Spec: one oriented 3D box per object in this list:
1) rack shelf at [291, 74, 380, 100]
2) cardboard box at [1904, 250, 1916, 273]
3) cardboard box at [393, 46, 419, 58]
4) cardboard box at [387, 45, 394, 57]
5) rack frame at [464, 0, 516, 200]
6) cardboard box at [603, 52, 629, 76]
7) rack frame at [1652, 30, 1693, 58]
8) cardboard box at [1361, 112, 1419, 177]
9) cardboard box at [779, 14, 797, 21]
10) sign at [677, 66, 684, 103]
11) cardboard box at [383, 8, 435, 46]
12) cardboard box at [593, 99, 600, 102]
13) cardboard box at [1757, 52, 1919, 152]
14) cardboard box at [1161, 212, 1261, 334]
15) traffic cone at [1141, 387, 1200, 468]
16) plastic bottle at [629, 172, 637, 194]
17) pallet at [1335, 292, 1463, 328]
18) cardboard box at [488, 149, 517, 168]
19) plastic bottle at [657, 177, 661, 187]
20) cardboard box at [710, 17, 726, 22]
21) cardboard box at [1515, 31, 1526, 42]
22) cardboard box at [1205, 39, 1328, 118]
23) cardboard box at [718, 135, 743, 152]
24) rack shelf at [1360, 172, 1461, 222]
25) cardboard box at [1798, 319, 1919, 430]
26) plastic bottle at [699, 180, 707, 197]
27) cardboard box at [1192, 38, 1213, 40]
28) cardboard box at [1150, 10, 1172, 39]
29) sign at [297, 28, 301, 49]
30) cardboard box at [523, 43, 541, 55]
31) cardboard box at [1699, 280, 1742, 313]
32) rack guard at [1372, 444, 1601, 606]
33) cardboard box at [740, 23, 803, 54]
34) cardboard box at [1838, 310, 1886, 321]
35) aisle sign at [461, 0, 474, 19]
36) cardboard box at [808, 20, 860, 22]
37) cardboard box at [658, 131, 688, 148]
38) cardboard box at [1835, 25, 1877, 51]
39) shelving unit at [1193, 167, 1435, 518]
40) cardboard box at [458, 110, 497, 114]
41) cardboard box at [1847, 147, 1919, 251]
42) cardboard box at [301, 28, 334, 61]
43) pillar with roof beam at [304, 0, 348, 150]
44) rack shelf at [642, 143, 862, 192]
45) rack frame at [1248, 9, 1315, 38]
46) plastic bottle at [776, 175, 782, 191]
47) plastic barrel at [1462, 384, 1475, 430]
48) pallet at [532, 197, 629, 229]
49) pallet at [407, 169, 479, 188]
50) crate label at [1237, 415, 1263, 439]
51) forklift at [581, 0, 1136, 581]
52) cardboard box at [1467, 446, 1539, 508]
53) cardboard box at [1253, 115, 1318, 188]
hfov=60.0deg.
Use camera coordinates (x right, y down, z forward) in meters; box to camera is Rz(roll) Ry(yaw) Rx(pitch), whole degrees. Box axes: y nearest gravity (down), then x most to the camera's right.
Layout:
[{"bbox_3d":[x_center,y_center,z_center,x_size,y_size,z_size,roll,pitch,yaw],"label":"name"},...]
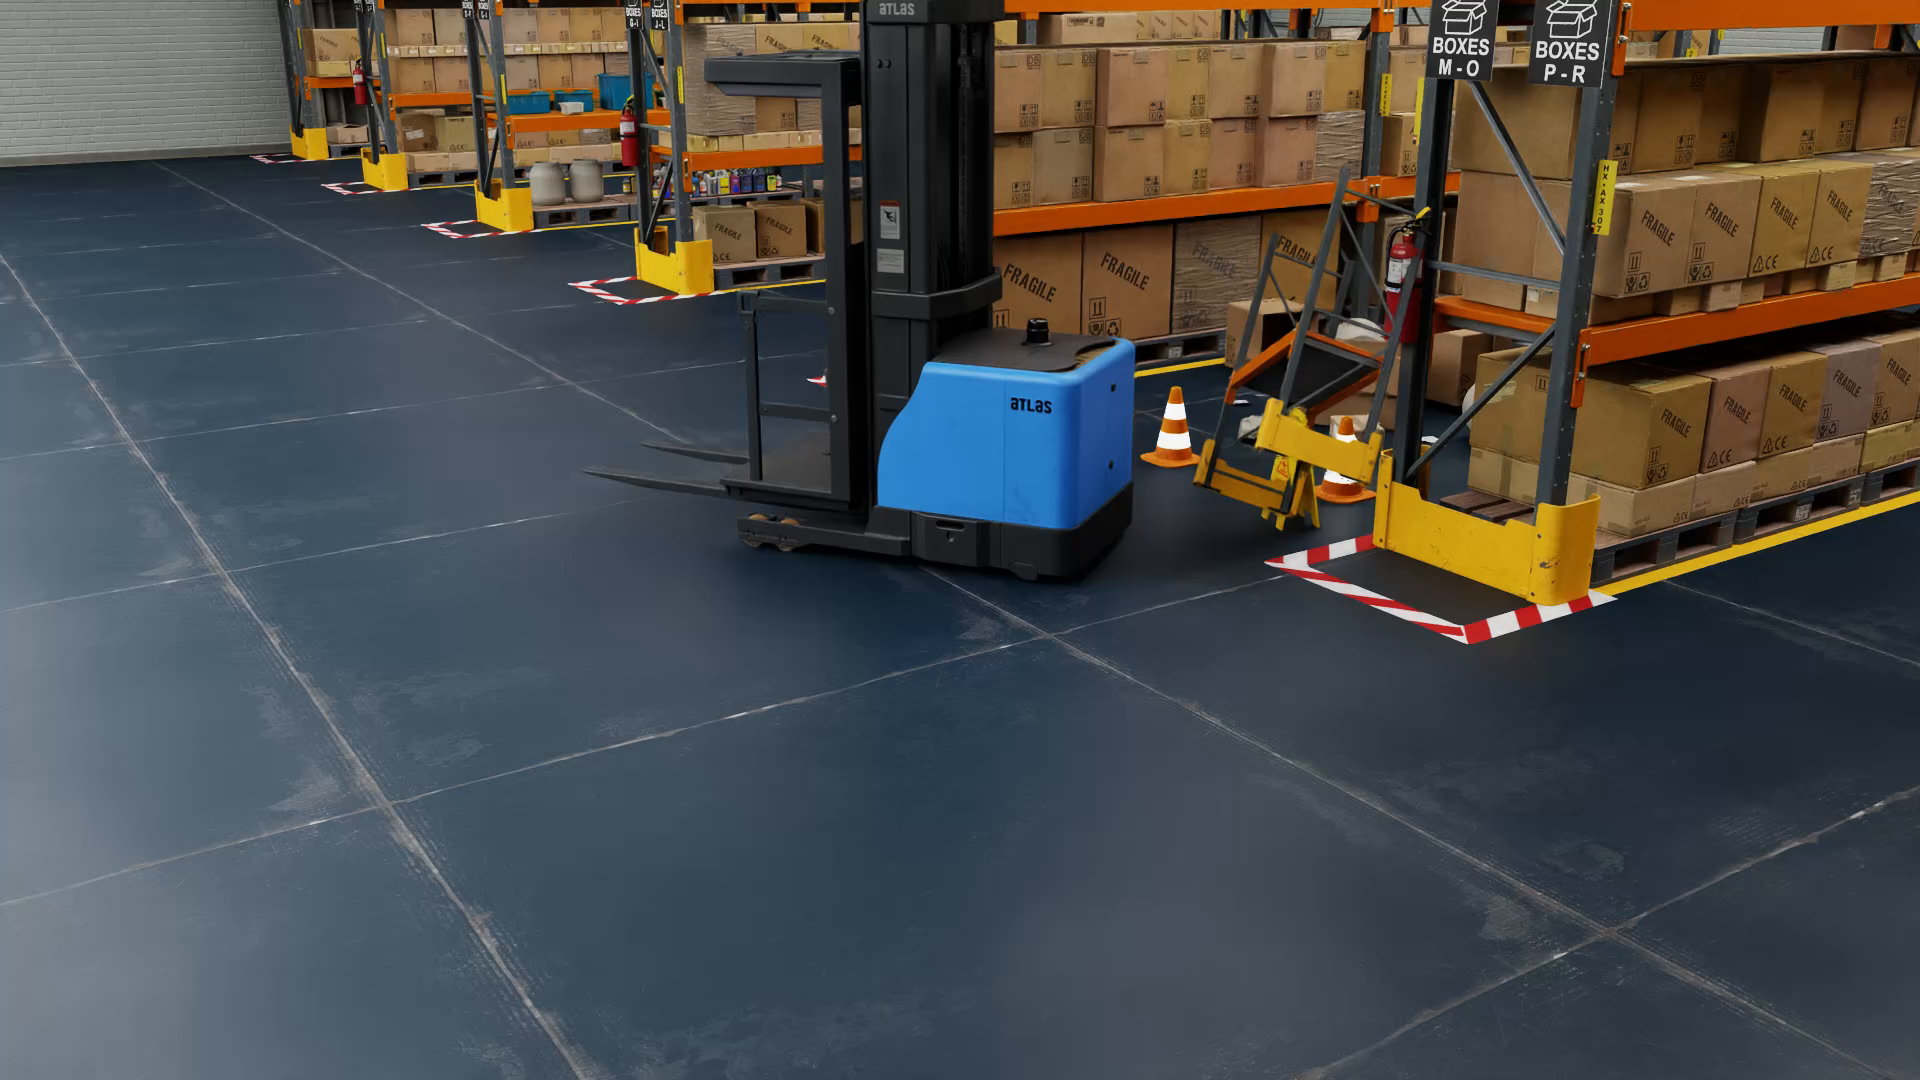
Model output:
[{"bbox_3d":[-9.371,-7.905,28.764,4.000,0.370,1.077,-12,22,-31],"label":"rack shelf"},{"bbox_3d":[5.140,-1.604,9.397,0.250,0.149,0.380,-12,22,-32],"label":"cardboard box"},{"bbox_3d":[-7.868,-6.935,23.604,0.250,0.149,0.380,-12,22,-32],"label":"cardboard box"},{"bbox_3d":[-8.100,-7.042,23.919,0.250,0.149,0.380,-12,22,-32],"label":"cardboard box"},{"bbox_3d":[-5.593,-5.243,19.769,0.127,3.000,1.000,-12,22,-31],"label":"rack frame"},{"bbox_3d":[-5.341,-7.241,25.521,0.500,0.500,0.700,-13,22,-33],"label":"cardboard box"},{"bbox_3d":[6.456,-3.983,16.041,0.127,3.000,1.000,-12,22,-31],"label":"rack frame"},{"bbox_3d":[3.702,-3.346,14.002,0.500,0.500,0.500,-12,22,-31],"label":"cardboard box"},{"bbox_3d":[-3.391,-9.961,31.901,0.500,0.250,0.500,-12,22,-32],"label":"cardboard box"},{"bbox_3d":[-2.570,-4.183,15.282,0.005,0.325,0.100,-12,22,-31],"label":"sign"},{"bbox_3d":[-7.873,-7.319,23.726,0.500,0.500,0.700,-12,22,-31],"label":"cardboard box"},{"bbox_3d":[-6.729,-8.190,30.530,0.500,0.250,0.500,-12,22,-33],"label":"cardboard box"},{"bbox_3d":[4.997,-2.531,9.563,0.500,0.500,0.700,-12,22,-31],"label":"cardboard box"},{"bbox_3d":[1.801,-2.219,13.485,0.875,0.875,0.875,-12,22,-31],"label":"cardboard box"},{"bbox_3d":[1.337,-0.724,10.361,0.334,0.463,0.336,-12,22,-31],"label":"traffic cone"},{"bbox_3d":[-4.213,-4.631,21.512,0.133,0.283,0.061,-11,22,-30],"label":"plastic bottle"},{"bbox_3d":[3.718,-2.114,14.865,1.213,0.211,1.003,-12,22,-31],"label":"pallet"},{"bbox_3d":[-6.910,-5.677,24.690,0.500,0.250,0.500,-12,22,-31],"label":"cardboard box"},{"bbox_3d":[-3.875,-4.598,21.543,0.097,0.201,0.097,0,19,0],"label":"plastic bottle"},{"bbox_3d":[-4.632,-9.797,31.381,0.250,0.149,0.380,-16,24,-38],"label":"cardboard box"},{"bbox_3d":[7.694,-6.473,22.006,0.500,0.500,0.500,-12,22,-31],"label":"cardboard box"},{"bbox_3d":[2.393,-3.677,13.216,0.550,0.550,0.875,-12,22,-31],"label":"cardboard box"},{"bbox_3d":[-2.280,-3.825,15.965,0.250,0.149,0.380,-12,22,-31],"label":"cardboard box"},{"bbox_3d":[4.786,-3.290,15.114,4.000,0.370,1.077,-12,22,-31],"label":"rack shelf"},{"bbox_3d":[5.152,-0.958,9.559,0.500,0.500,0.500,-11,22,-30],"label":"cardboard box"},{"bbox_3d":[-3.283,-4.494,21.234,0.097,0.201,0.097,0,19,0],"label":"plastic bottle"},{"bbox_3d":[4.393,-9.190,31.288,0.500,0.500,0.500,-12,22,-31],"label":"cardboard box"},{"bbox_3d":[3.547,-9.484,30.595,0.500,0.500,0.500,-11,22,-30],"label":"cardboard box"},{"bbox_3d":[-10.743,-8.158,27.039,0.005,0.325,0.100,-12,22,-31],"label":"sign"},{"bbox_3d":[-6.364,-7.252,24.541,0.250,0.149,0.380,-11,22,-30],"label":"cardboard box"},{"bbox_3d":[3.685,-1.259,8.375,0.250,0.149,0.380,-12,22,-31],"label":"cardboard box"},{"bbox_3d":[2.645,-0.097,8.449,0.348,0.500,1.175,-12,22,-31],"label":"rack guard"},{"bbox_3d":[-1.838,-4.691,15.952,0.500,0.500,0.500,-12,22,-31],"label":"cardboard box"},{"bbox_3d":[5.281,-1.192,10.252,0.500,0.500,0.500,-11,21,-29],"label":"cardboard box"},{"bbox_3d":[-5.816,-6.542,19.550,0.004,0.787,0.394,-12,22,-31],"label":"aisle sign"},{"bbox_3d":[-1.290,-5.006,16.886,0.500,0.500,0.500,-12,22,-31],"label":"cardboard box"},{"bbox_3d":[-2.744,-3.905,16.202,0.250,0.149,0.380,-12,22,-31],"label":"cardboard box"},{"bbox_3d":[10.040,-5.505,18.360,0.500,0.500,0.500,-13,23,-33],"label":"cardboard box"},{"bbox_3d":[1.832,-0.991,8.635,0.587,1.500,1.083,18,-10,-6],"label":"shelving unit"},{"bbox_3d":[-7.203,-6.175,24.990,0.500,0.500,0.500,-12,22,-31],"label":"cardboard box"},{"bbox_3d":[5.262,-1.923,9.328,0.500,0.500,0.500,-11,22,-30],"label":"cardboard box"},{"bbox_3d":[-10.765,-8.327,27.921,0.500,0.500,0.500,-12,22,-32],"label":"cardboard box"},{"bbox_3d":[-8.565,-9.938,24.289,0.400,9.000,9.100,-12,22,-31],"label":"pillar with roof beam"},{"bbox_3d":[-1.199,-3.930,17.007,4.000,0.370,1.077,-12,22,-31],"label":"rack shelf"},{"bbox_3d":[3.812,-5.328,20.018,0.127,3.000,1.000,-12,22,-31],"label":"rack frame"},{"bbox_3d":[-2.384,-4.683,21.795,0.097,0.201,0.097,0,19,0],"label":"plastic bottle"},{"bbox_3d":[3.474,-0.816,10.696,0.421,0.421,0.512,2,19,6],"label":"plastic barrel"},{"bbox_3d":[-4.874,-4.090,20.711,1.213,0.211,1.003,-12,22,-31],"label":"pallet"},{"bbox_3d":[-7.698,-5.394,24.568,1.213,0.211,1.003,-12,22,-31],"label":"pallet"},{"bbox_3d":[1.959,-0.724,10.872,0.250,0.136,0.298,9,21,25],"label":"crate label"},{"bbox_3d":[-0.631,-1.477,8.736,3.031,2.935,1.130,8,20,22],"label":"forklift"},{"bbox_3d":[3.129,-0.383,9.029,0.500,0.250,0.500,-12,22,-32],"label":"cardboard box"},{"bbox_3d":[2.367,-3.178,13.427,0.550,0.550,0.875,-12,22,-31],"label":"cardboard box"}]
